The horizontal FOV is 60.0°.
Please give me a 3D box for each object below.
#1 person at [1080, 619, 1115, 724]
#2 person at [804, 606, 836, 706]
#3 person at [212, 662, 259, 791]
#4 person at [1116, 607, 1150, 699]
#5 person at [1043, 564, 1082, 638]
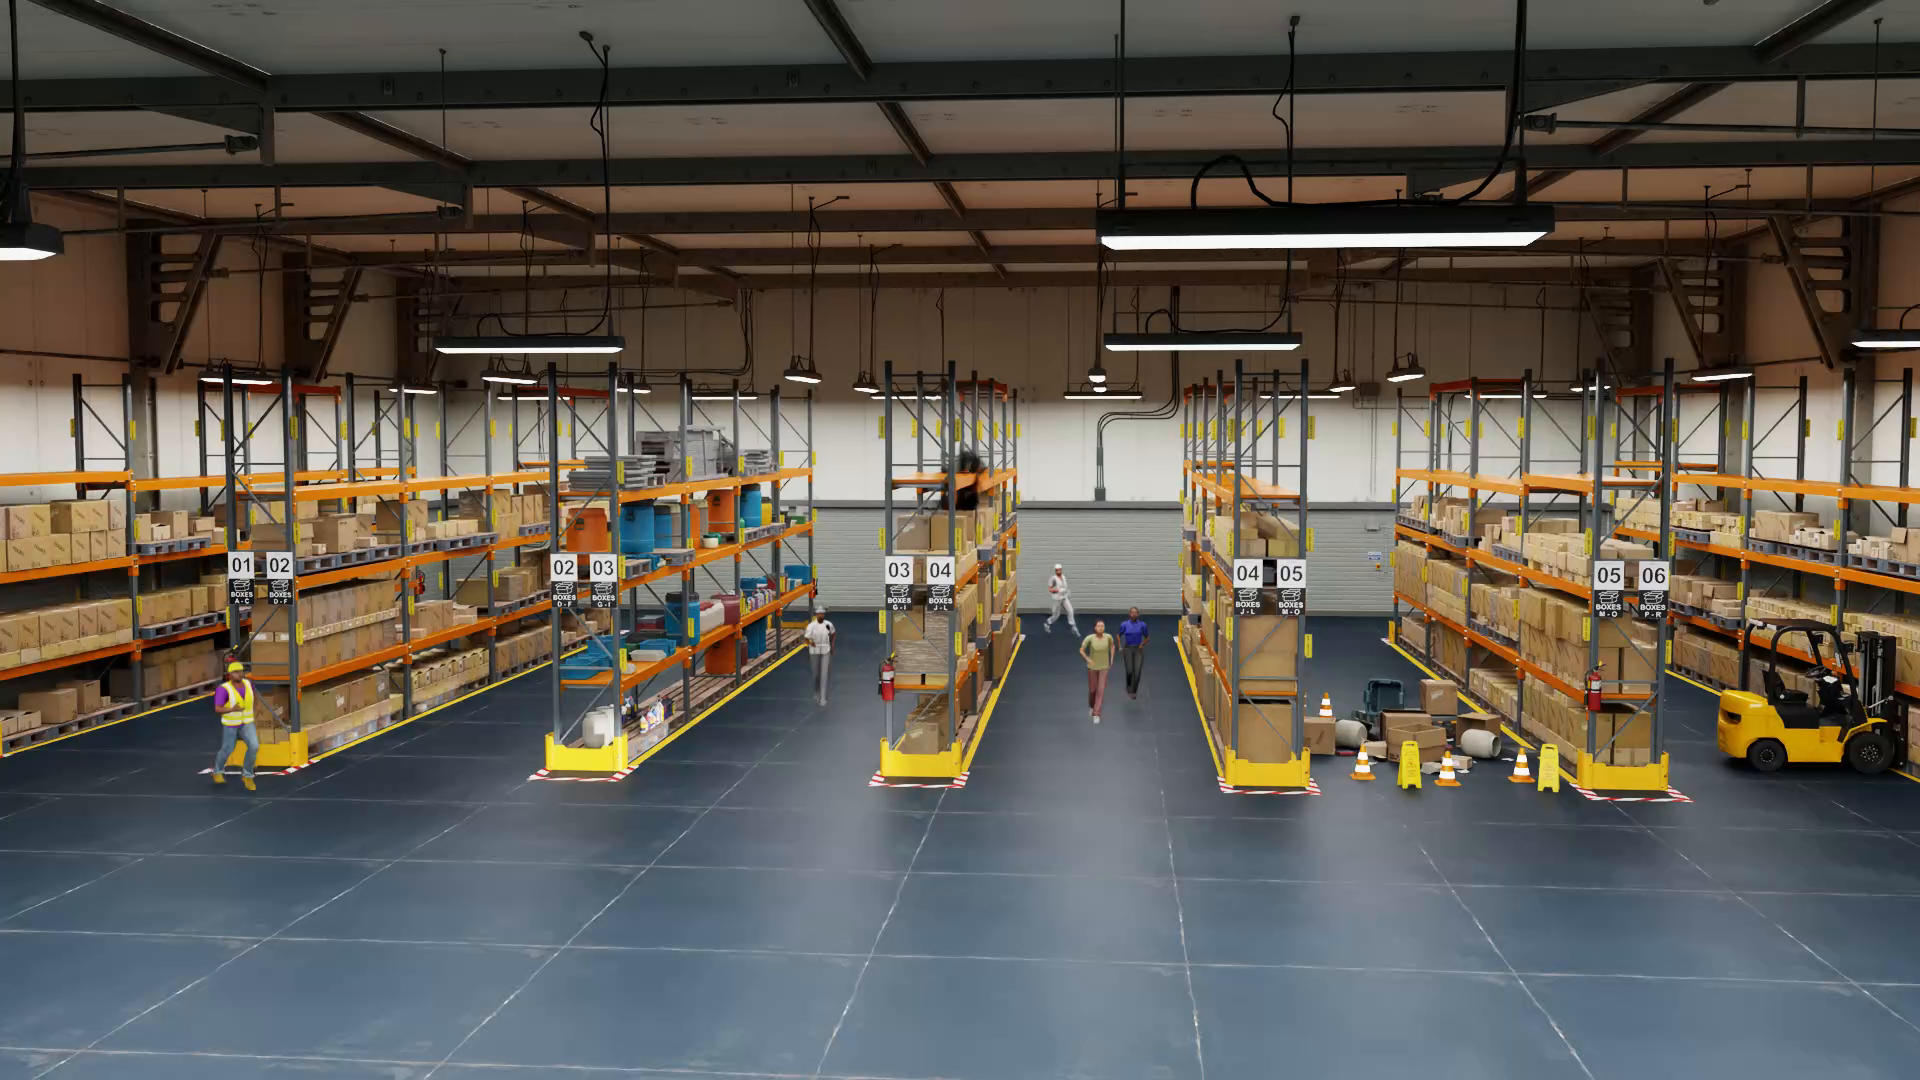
[{"bbox_3d":[2.258,2.114,27.181,0.603,1.665,0.815,0,4,-6],"label":"person"},{"bbox_3d":[-2.407,1.978,28.728,0.580,1.705,0.835,-1,4,-9],"label":"person"},{"bbox_3d":[-10.099,2.598,23.246,0.889,1.814,0.712,3,5,42],"label":"person"},{"bbox_3d":[3.065,2.006,29.392,0.586,1.607,0.506,0,4,3],"label":"person"},{"bbox_3d":[2.418,1.461,40.321,0.666,1.774,0.965,-3,5,-41],"label":"person"}]
